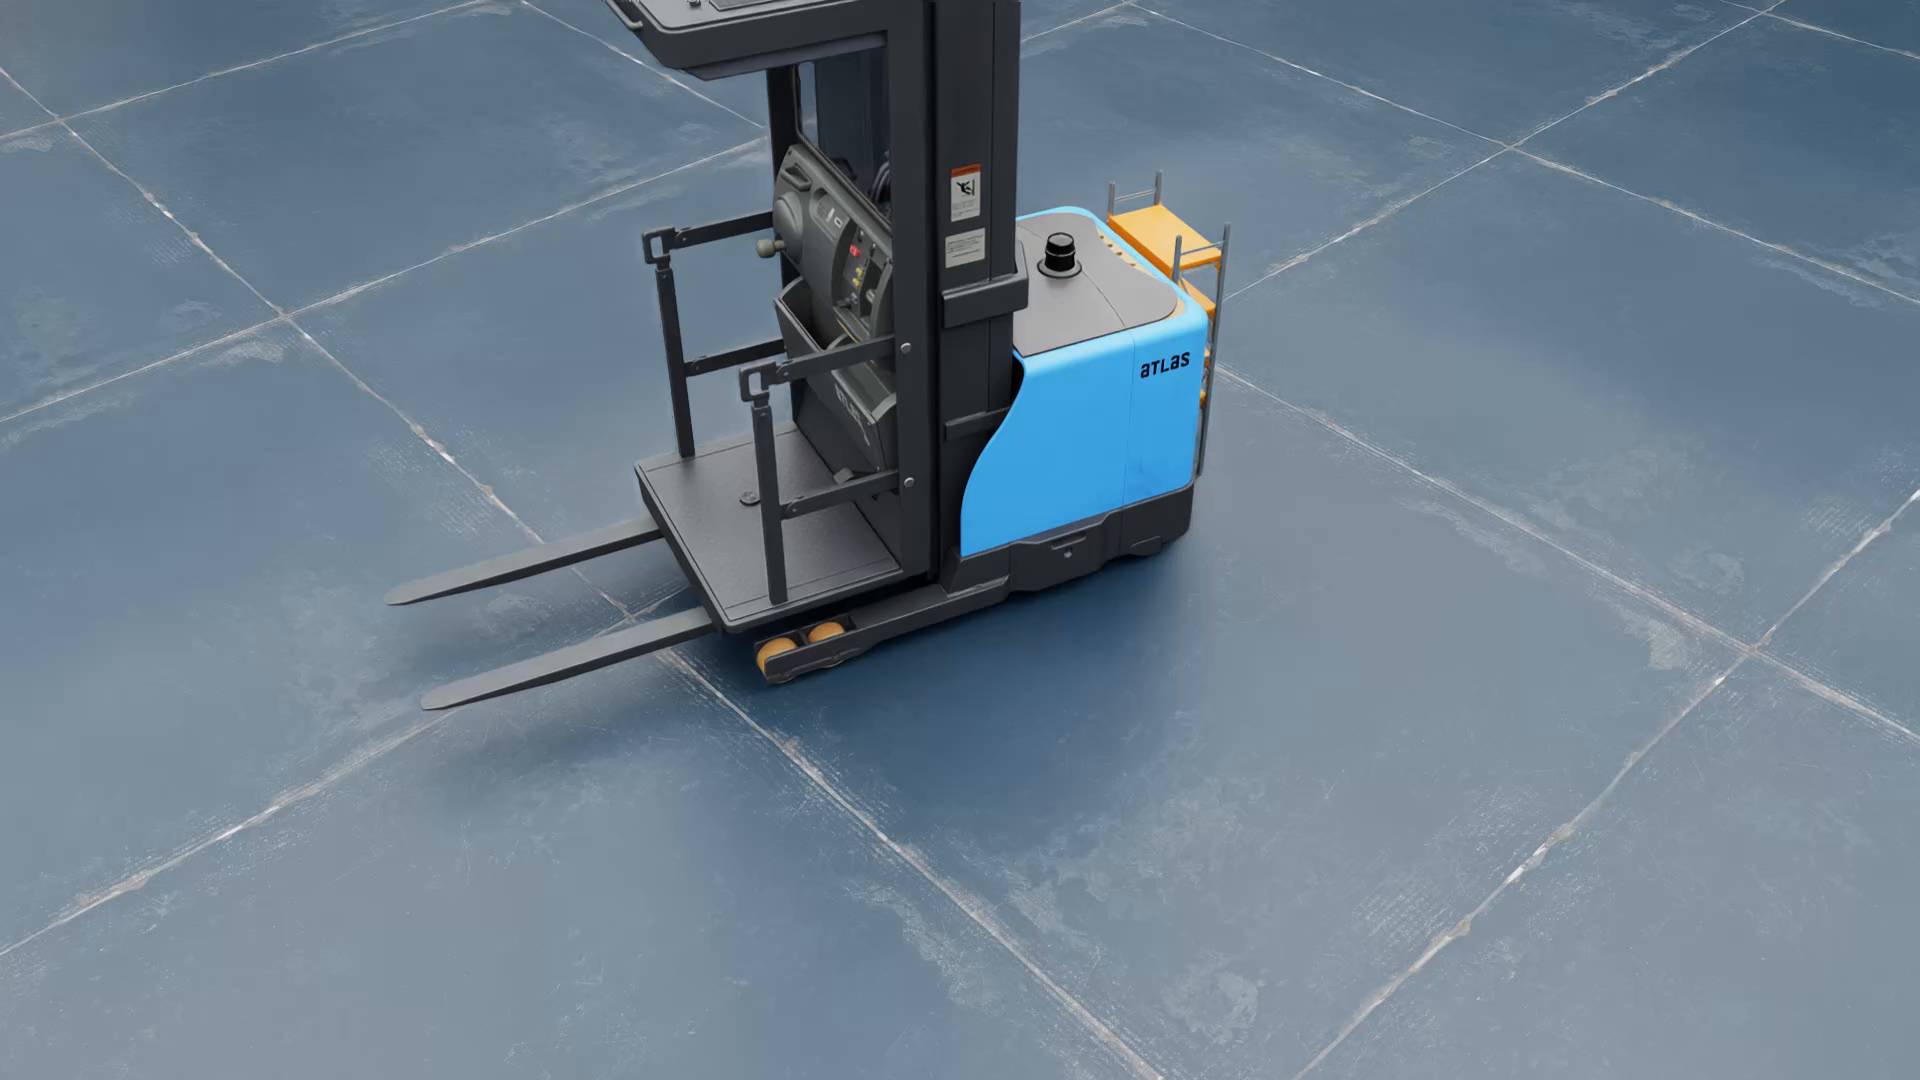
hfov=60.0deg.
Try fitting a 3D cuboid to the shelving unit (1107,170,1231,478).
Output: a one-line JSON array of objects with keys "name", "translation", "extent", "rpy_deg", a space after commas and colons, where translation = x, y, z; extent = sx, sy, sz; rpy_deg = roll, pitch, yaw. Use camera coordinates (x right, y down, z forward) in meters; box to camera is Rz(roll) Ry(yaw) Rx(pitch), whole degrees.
[{"name": "shelving unit", "translation": [0.812, -0.846, 6.843], "extent": [0.258, 1.200, 0.503], "rpy_deg": [-18, 42, -21]}]

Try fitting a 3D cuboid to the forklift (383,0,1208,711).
[{"name": "forklift", "translation": [-0.626, -0.996, 5.650], "extent": [3.031, 2.935, 1.130], "rpy_deg": [-17, 42, -20]}]

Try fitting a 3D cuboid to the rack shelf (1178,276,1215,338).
[{"name": "rack shelf", "translation": [0.812, -0.968, 6.745], "extent": [0.258, 0.148, 0.480], "rpy_deg": [-18, 42, -21]}]

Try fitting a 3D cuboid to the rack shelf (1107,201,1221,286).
[{"name": "rack shelf", "translation": [0.812, -1.152, 6.596], "extent": [0.258, 0.148, 0.480], "rpy_deg": [-18, 42, -21]}]

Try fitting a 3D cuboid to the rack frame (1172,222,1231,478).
[{"name": "rack frame", "translation": [0.922, -0.709, 6.673], "extent": [0.240, 1.200, 0.015], "rpy_deg": [-18, 42, -21]}]

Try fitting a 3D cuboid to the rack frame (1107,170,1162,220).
[{"name": "rack frame", "translation": [0.702, -0.983, 7.012], "extent": [0.240, 1.200, 0.015], "rpy_deg": [-18, 42, -21]}]

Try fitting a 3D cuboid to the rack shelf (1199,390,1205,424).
[{"name": "rack shelf", "translation": [0.812, -0.639, 7.010], "extent": [0.258, 0.148, 0.480], "rpy_deg": [-18, 42, -21]}]

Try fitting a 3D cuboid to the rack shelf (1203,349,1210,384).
[{"name": "rack shelf", "translation": [0.812, -0.794, 6.885], "extent": [0.258, 0.148, 0.480], "rpy_deg": [-18, 42, -21]}]
